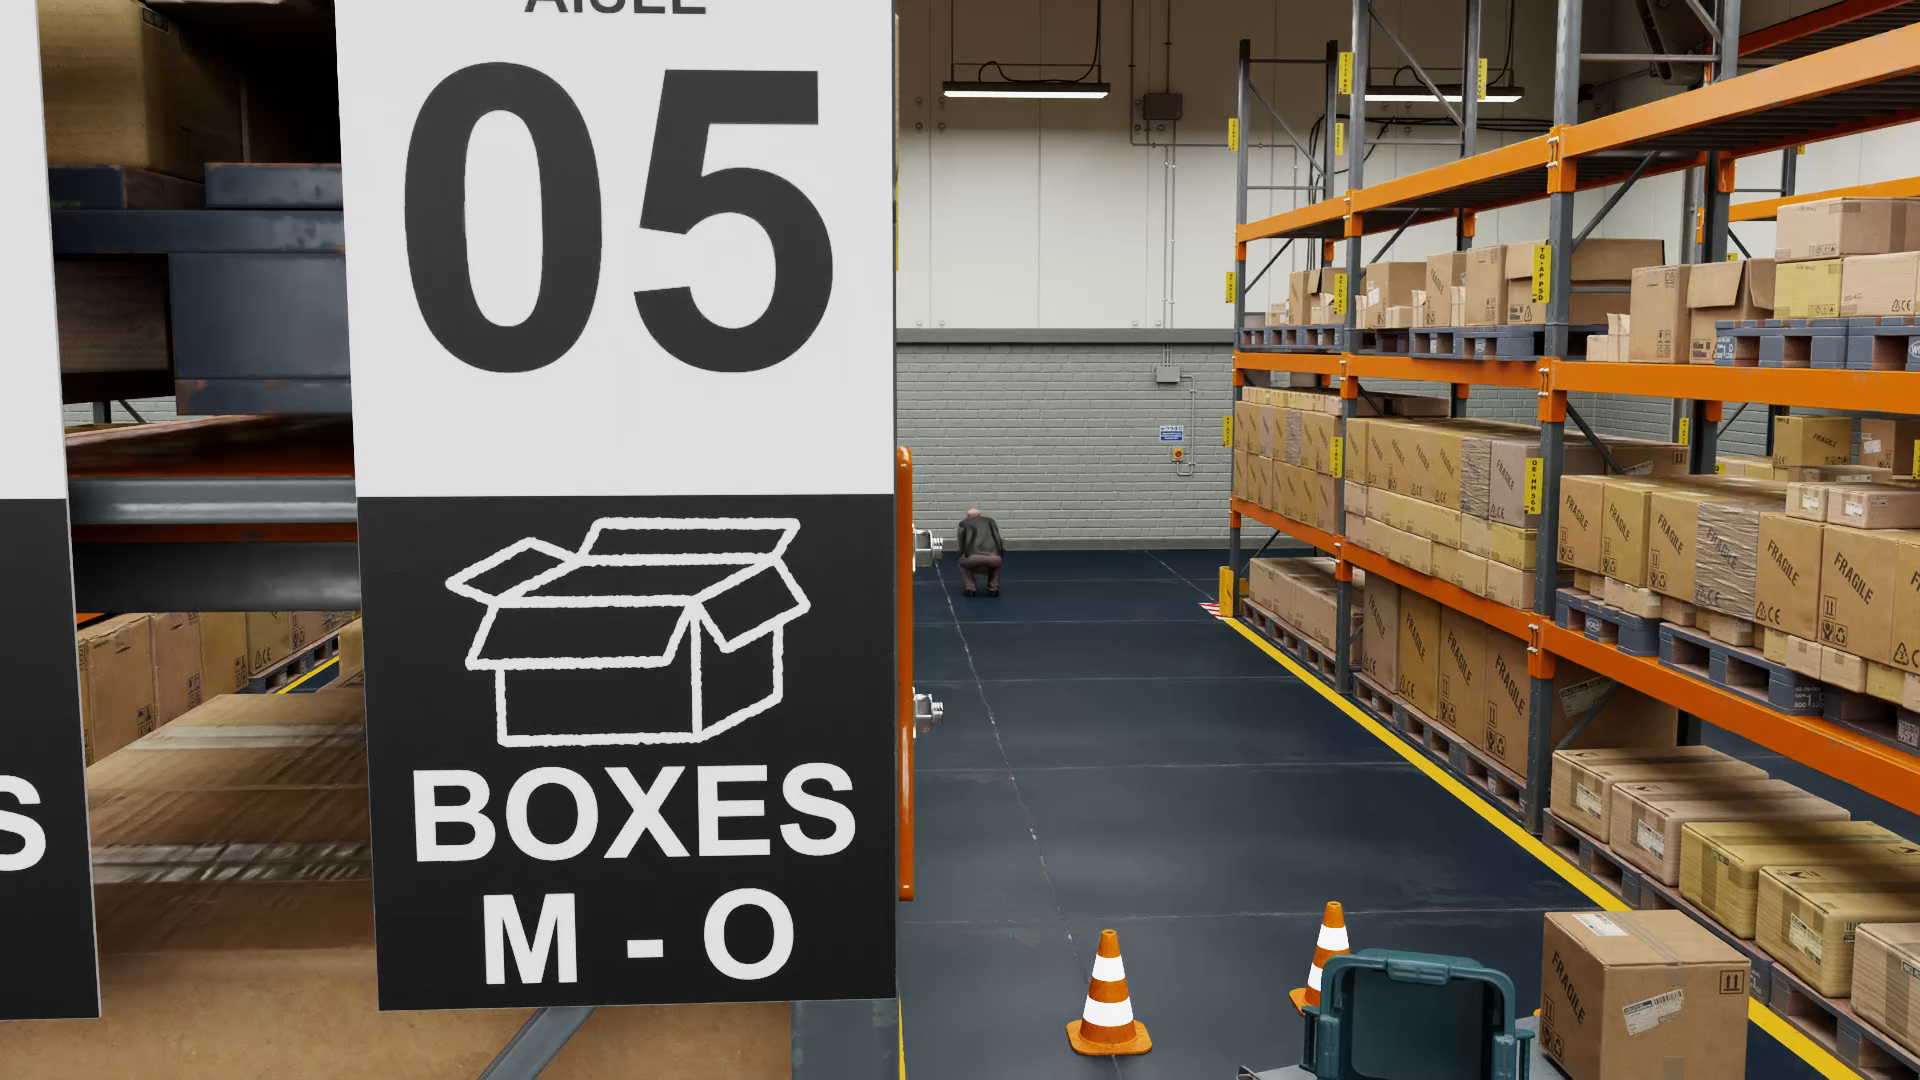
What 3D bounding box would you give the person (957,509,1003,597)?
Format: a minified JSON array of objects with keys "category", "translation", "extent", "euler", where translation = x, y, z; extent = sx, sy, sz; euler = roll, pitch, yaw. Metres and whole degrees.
[{"category":"person","translation":[0.232,0.149,19.326],"extent":[0.515,0.970,0.879],"euler":[-1,7,-5]}]
